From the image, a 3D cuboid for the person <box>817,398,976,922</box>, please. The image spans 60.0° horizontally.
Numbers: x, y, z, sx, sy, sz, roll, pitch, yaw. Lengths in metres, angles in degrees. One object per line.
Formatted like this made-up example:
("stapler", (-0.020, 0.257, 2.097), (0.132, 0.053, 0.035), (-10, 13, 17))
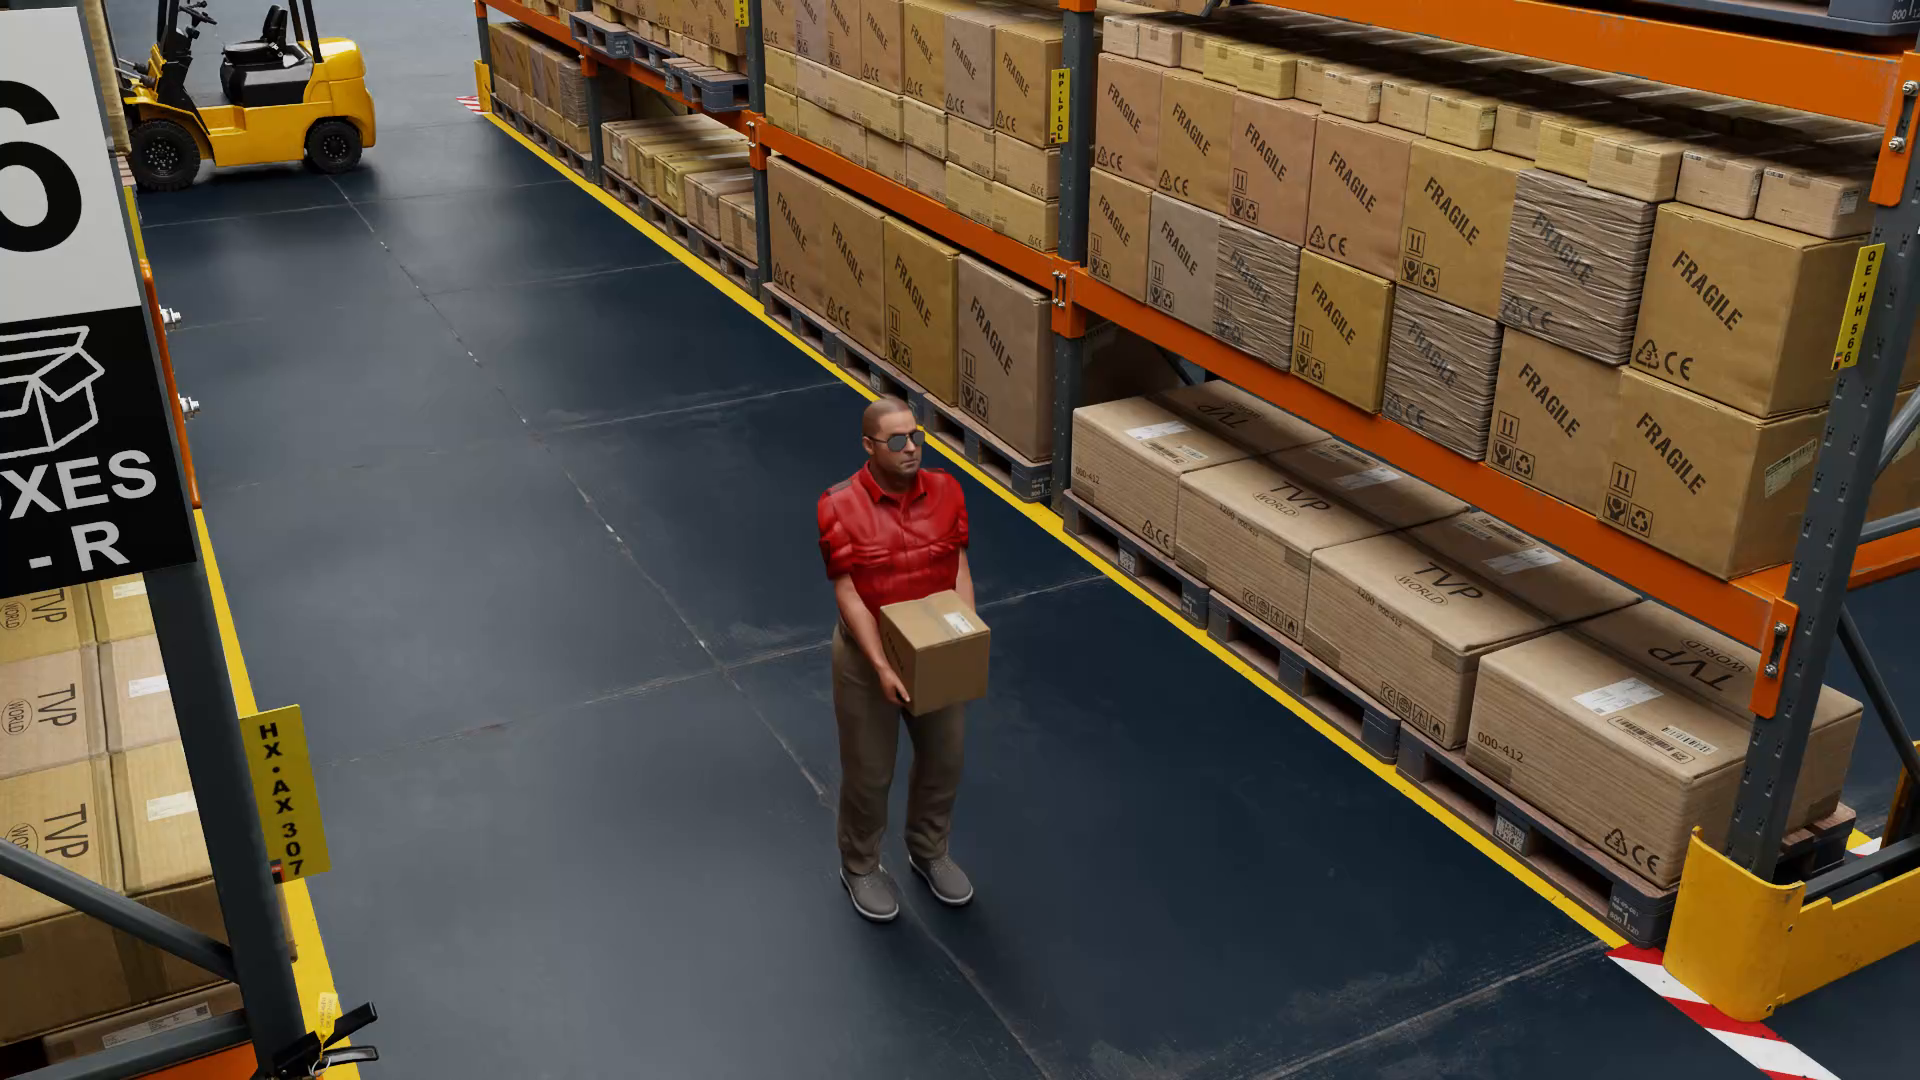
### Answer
("person", (-0.146, 0.415, 5.265), (0.494, 1.713, 0.536), (-13, 28, -25))
